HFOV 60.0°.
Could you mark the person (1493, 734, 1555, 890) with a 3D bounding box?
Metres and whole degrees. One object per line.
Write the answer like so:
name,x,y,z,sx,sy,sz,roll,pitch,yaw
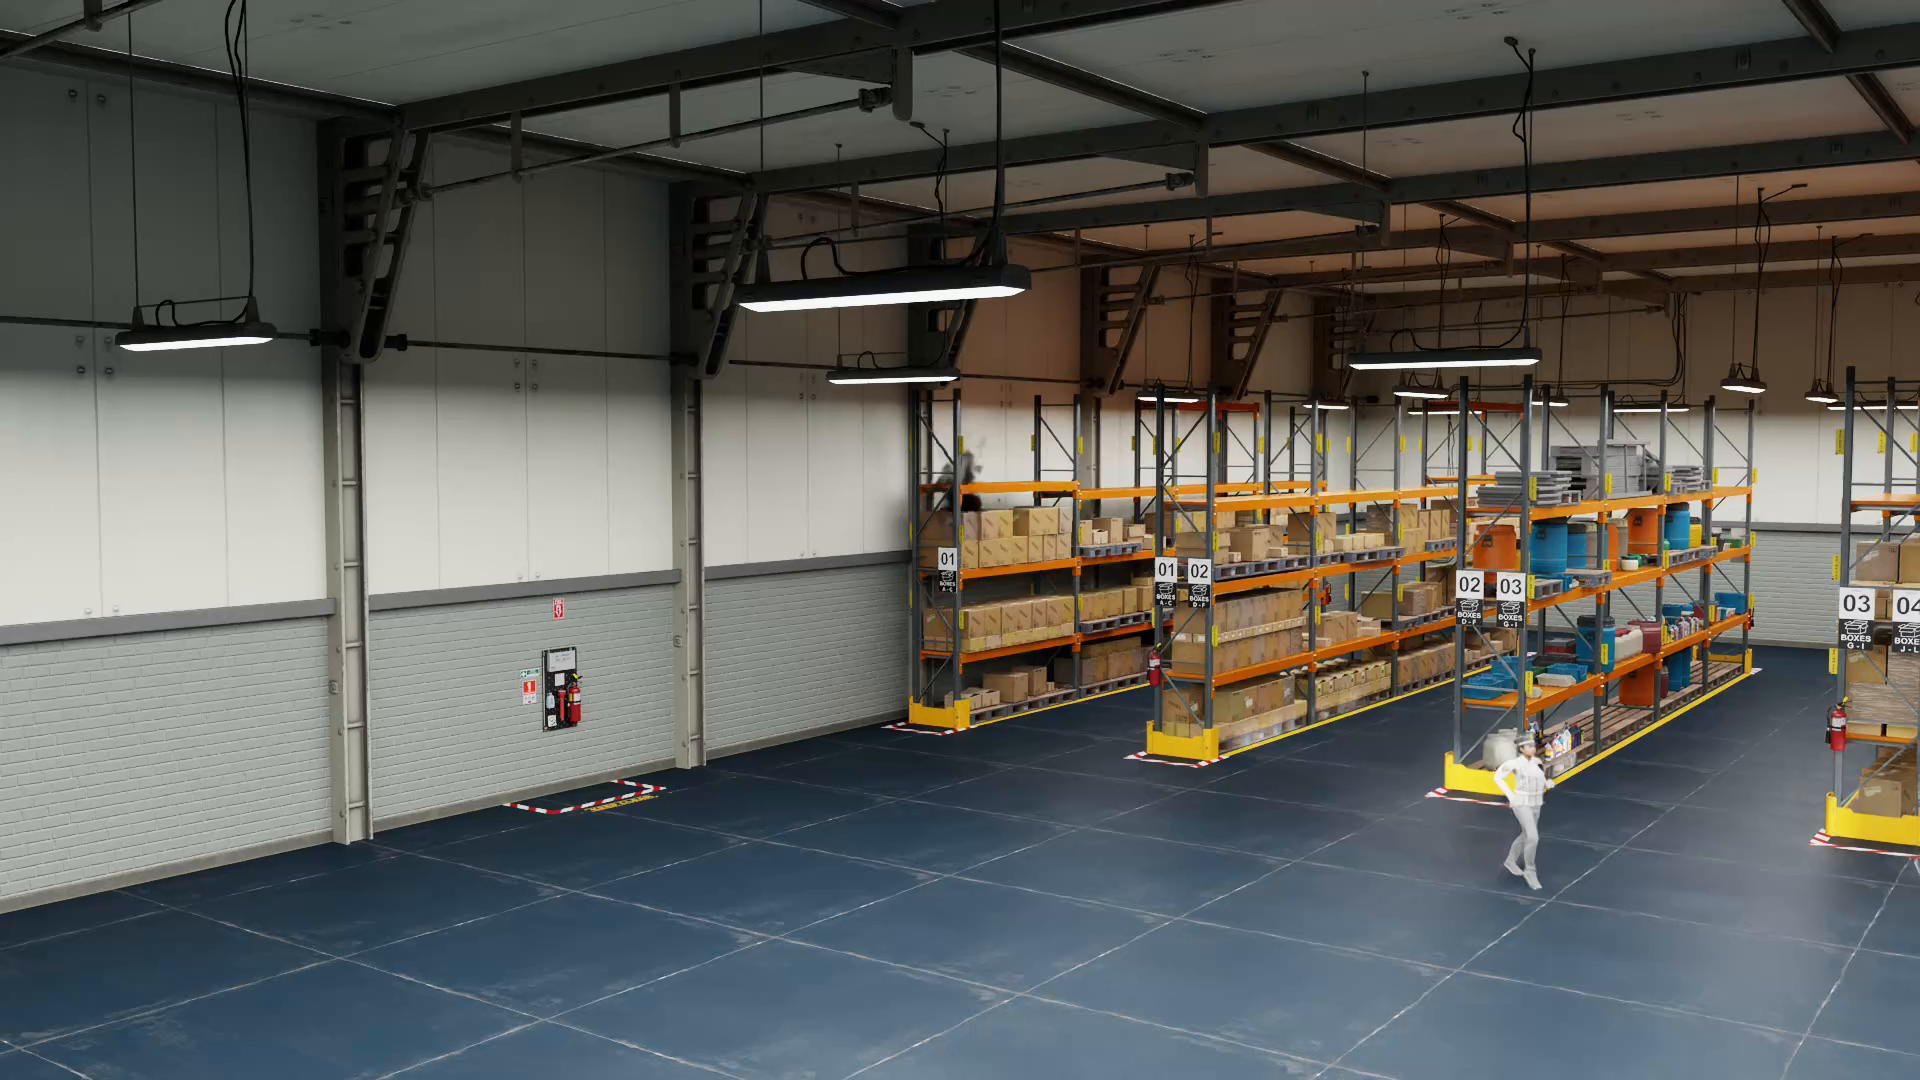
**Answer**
person,6.468,3.074,18.974,0.593,1.752,0.695,-2,4,-28
